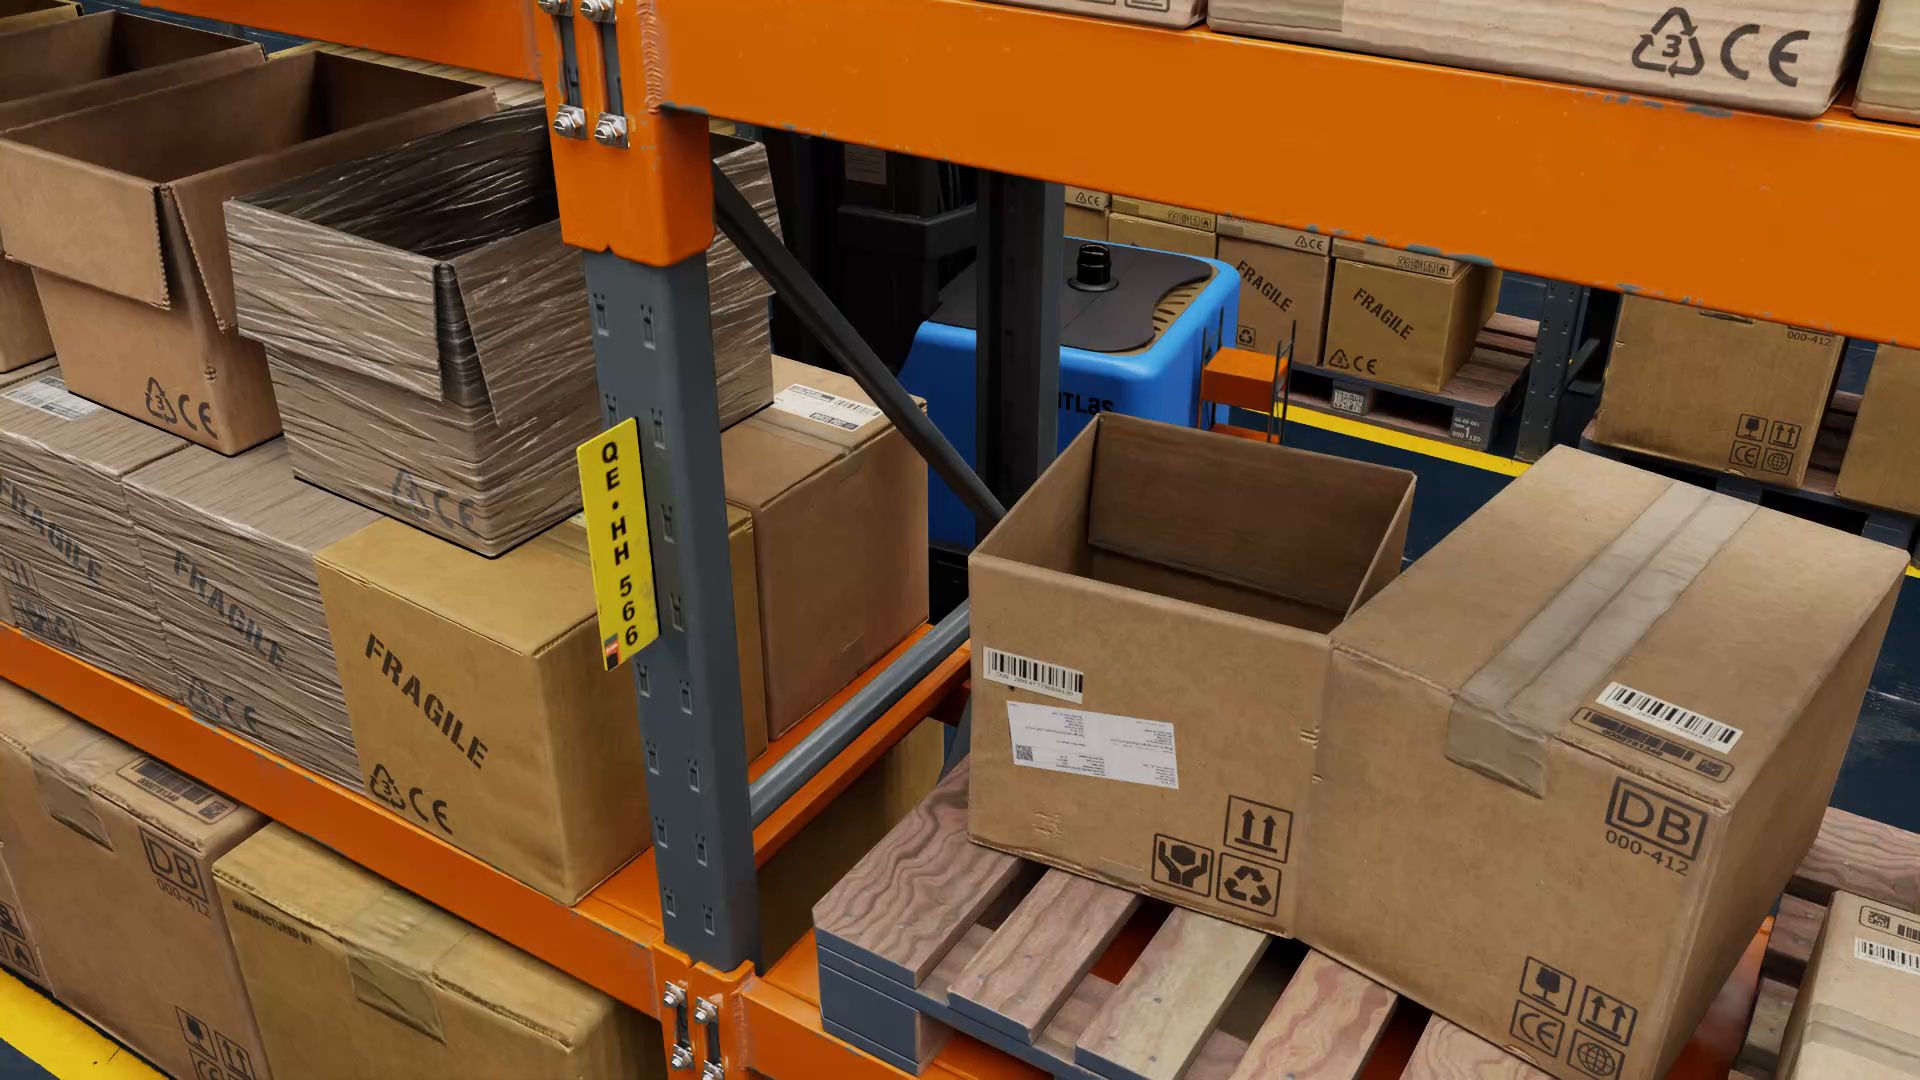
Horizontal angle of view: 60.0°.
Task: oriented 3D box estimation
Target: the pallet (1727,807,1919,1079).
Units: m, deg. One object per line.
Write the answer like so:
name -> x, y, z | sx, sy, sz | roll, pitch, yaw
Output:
pallet -> 1.560, 0.868, 1.977 | 1.213, 0.211, 1.003 | 18, 35, 27

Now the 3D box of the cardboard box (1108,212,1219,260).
cardboard box -> 0.993, -1.260, 7.497 | 0.500, 0.500, 0.500 | 16, 34, 25

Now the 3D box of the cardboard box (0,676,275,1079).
cardboard box -> -1.463, 0.572, 3.984 | 0.875, 0.875, 1.225 | 18, 35, 27

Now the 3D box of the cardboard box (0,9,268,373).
cardboard box -> -1.871, -0.760, 3.481 | 0.637, 0.503, 0.797 | 19, 35, 29

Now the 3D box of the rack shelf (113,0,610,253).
rack shelf -> -1.833, -1.249, 3.151 | 4.000, 0.370, 1.077 | 18, 35, 27

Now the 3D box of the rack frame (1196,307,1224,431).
rack frame -> 0.825, -0.270, 5.670 | 0.008, 1.050, 0.200 | 13, 33, 21

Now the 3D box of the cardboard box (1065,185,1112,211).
cardboard box -> 0.563, -1.724, 7.549 | 0.500, 0.250, 0.500 | 19, 35, 29

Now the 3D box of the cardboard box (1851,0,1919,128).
cardboard box -> 0.999, -0.453, 1.222 | 0.500, 0.250, 0.500 | 18, 35, 28

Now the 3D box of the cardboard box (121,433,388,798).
cardboard box -> -1.108, 0.066, 3.061 | 0.500, 0.500, 0.500 | 17, 34, 27

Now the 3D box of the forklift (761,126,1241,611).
forklift -> -0.570, -1.400, 5.741 | 3.031, 2.935, 1.130 | 13, 33, 21

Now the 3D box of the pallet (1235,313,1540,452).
pallet -> 1.923, -0.824, 7.452 | 1.213, 0.211, 1.003 | 18, 35, 27

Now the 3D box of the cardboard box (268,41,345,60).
cardboard box -> -3.929, -2.883, 10.037 | 0.250, 0.149, 0.380 | 16, 34, 25

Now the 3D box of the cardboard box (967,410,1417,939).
cardboard box -> 0.340, 0.175, 2.458 | 0.500, 0.500, 0.500 | 13, 33, 21

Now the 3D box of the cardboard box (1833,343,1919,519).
cardboard box -> 3.794, -0.593, 6.106 | 0.750, 0.750, 1.050 | 18, 35, 28

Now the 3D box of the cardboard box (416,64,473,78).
cardboard box -> -3.002, -2.629, 9.601 | 0.250, 0.149, 0.380 | 19, 35, 29

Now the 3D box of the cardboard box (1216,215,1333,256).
cardboard box -> 1.431, -1.446, 7.071 | 0.500, 0.250, 0.500 | 18, 35, 28

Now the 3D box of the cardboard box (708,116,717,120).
cardboard box -> -1.481, -2.132, 8.750 | 0.250, 0.149, 0.380 | 18, 35, 28

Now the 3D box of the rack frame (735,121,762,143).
rack frame -> -0.804, -2.890, 8.226 | 0.127, 3.000, 1.000 | 18, 35, 27

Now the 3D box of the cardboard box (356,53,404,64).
cardboard box -> -3.486, -2.738, 9.789 | 0.250, 0.149, 0.380 | 17, 35, 27

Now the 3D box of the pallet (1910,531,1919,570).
pallet -> 4.241, -0.043, 6.114 | 1.213, 0.211, 1.003 | 18, 35, 27

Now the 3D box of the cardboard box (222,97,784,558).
cardboard box -> -0.749, -0.407, 2.877 | 0.637, 0.503, 0.797 | 19, 35, 29

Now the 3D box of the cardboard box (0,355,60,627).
cardboard box -> -1.980, -0.208, 3.531 | 0.500, 0.500, 0.500 | 18, 35, 28

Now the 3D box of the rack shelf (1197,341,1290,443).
rack shelf -> 0.937, -0.480, 5.488 | 0.240, 0.259, 0.215 | 13, 33, 21

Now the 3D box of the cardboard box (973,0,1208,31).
cardboard box -> 0.124, -0.724, 1.687 | 0.500, 0.250, 0.500 | 18, 35, 28

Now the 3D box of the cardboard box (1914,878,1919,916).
cardboard box -> 1.417, 0.480, 2.167 | 0.258, 0.266, 0.396 | 17, 34, 26

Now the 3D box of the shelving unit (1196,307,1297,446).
shelving unit -> 0.936, -0.244, 5.626 | 0.252, 1.050, 0.215 | 13, 33, 21

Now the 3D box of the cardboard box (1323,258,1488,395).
cardboard box -> 1.887, -0.984, 7.025 | 0.500, 0.500, 0.500 | 17, 34, 27

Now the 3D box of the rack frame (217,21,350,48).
rack frame -> -4.192, -3.961, 10.063 | 0.127, 3.000, 1.000 | 18, 35, 27

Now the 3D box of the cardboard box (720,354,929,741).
cardboard box -> -0.406, -0.018, 3.204 | 0.500, 0.500, 0.500 | 19, 35, 29

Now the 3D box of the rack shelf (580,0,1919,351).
rack shelf -> 1.555, -0.177, 1.314 | 4.000, 0.370, 1.077 | 18, 35, 27

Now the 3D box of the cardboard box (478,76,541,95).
cardboard box -> -2.540, -2.512, 9.401 | 0.250, 0.149, 0.380 | 18, 35, 27
